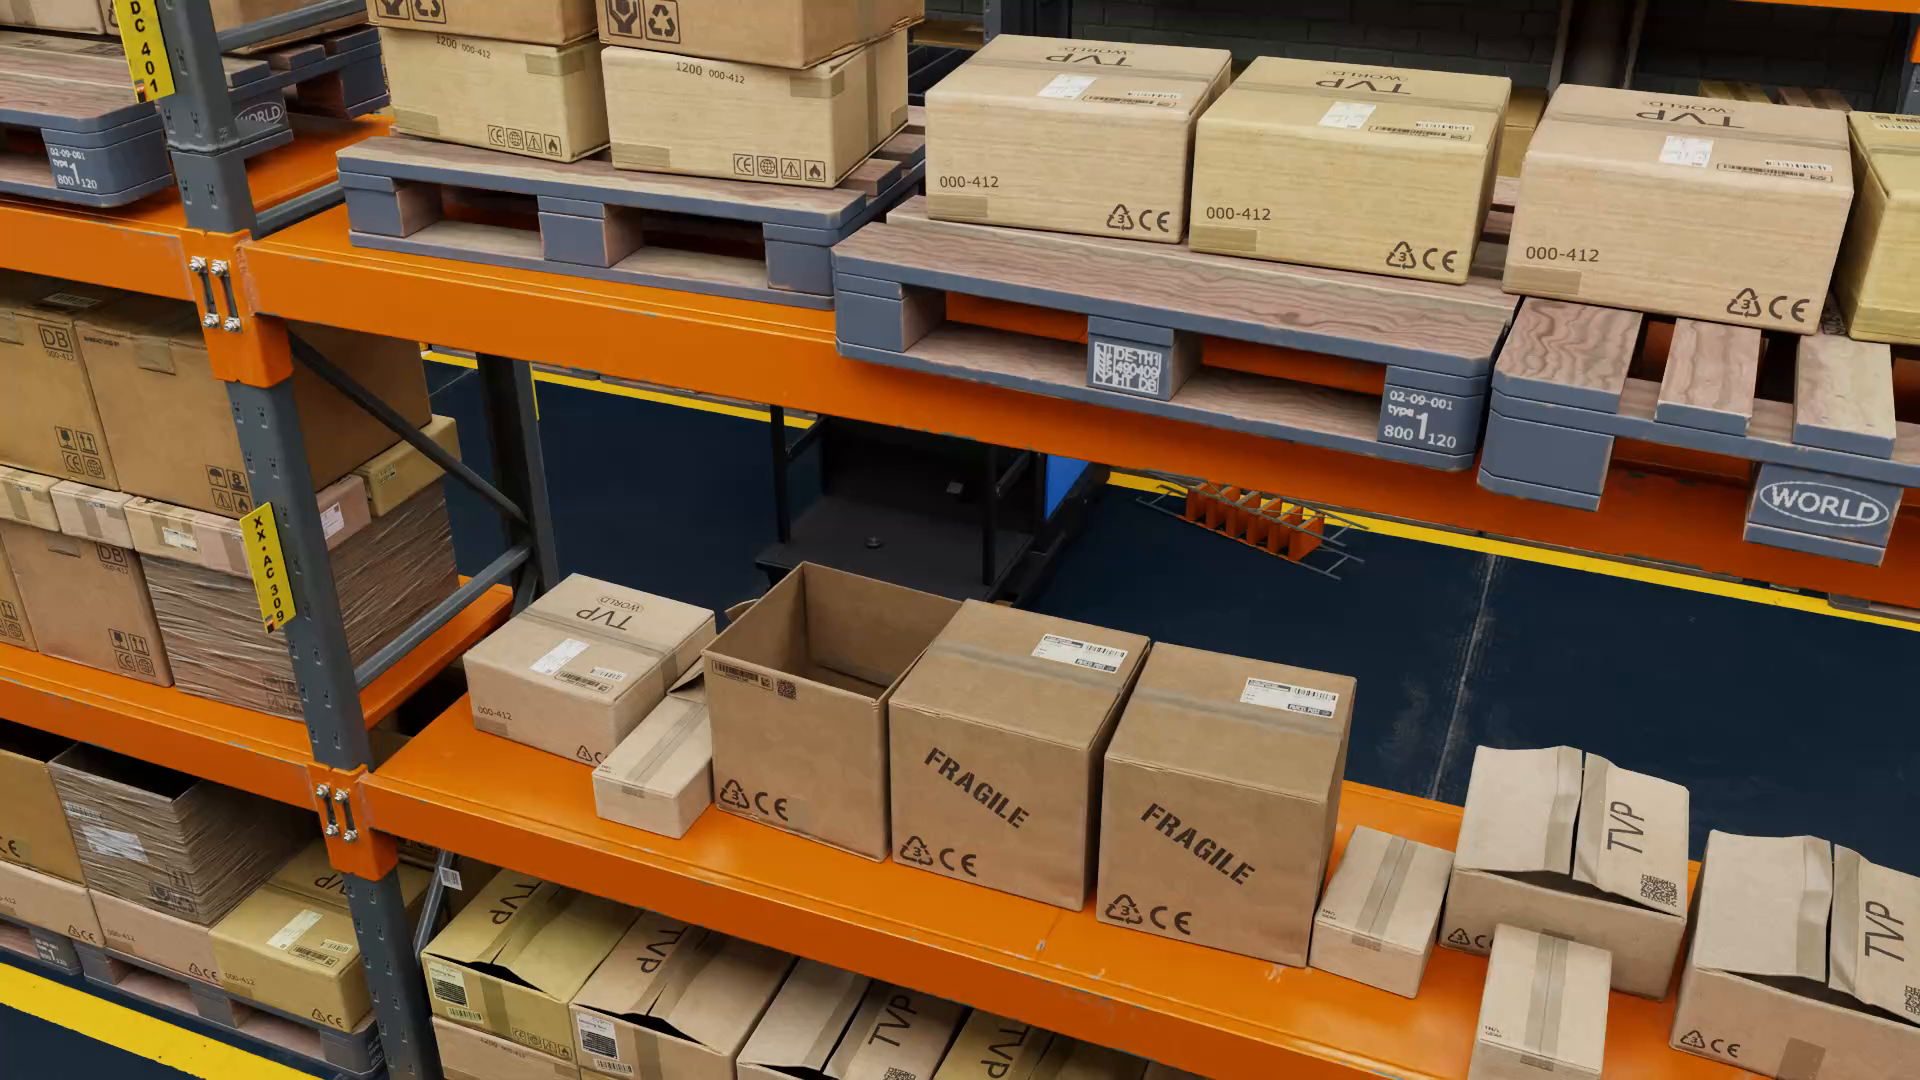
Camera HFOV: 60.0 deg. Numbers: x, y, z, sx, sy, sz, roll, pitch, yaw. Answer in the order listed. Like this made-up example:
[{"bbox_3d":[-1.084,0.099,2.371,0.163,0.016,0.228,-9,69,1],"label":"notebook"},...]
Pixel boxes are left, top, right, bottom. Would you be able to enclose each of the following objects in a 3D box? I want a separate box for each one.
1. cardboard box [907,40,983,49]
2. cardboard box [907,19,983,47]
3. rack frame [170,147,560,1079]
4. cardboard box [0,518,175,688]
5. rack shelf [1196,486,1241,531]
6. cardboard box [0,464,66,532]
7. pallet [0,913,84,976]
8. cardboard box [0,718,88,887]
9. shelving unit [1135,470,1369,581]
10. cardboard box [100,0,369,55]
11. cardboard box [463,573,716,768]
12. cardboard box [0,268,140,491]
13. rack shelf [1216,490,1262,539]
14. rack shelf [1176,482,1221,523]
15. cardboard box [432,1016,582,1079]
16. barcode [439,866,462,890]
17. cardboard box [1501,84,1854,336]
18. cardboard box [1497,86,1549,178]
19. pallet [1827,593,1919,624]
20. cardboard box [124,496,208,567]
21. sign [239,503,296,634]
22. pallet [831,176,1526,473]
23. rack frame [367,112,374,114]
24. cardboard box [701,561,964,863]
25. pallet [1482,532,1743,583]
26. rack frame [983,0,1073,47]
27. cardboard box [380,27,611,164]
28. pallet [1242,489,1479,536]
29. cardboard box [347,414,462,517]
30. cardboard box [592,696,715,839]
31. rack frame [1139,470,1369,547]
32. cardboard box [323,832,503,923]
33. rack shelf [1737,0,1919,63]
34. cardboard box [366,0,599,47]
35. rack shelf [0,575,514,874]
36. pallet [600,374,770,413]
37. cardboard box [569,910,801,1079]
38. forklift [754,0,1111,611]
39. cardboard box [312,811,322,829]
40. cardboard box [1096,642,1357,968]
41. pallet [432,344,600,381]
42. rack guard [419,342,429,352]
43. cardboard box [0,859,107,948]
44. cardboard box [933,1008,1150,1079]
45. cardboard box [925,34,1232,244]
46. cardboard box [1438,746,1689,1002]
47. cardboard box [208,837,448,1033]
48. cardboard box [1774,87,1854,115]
[{"bbox_3d":[-0.200,-2.246,8.546,0.500,0.500,0.500,11,31,19],"label":"cardboard box"},{"bbox_3d":[-0.002,-2.482,8.963,0.500,0.500,0.500,11,31,18],"label":"cardboard box"},{"bbox_3d":[-1.504,0.229,4.796,0.127,3.000,1.000,11,31,19],"label":"rack frame"},{"bbox_3d":[-2.409,0.012,5.079,0.500,0.500,0.700,11,31,19],"label":"cardboard box"},{"bbox_3d":[1.309,-0.185,8.375,0.103,0.180,0.258,24,37,35],"label":"rack shelf"},{"bbox_3d":[-2.552,-0.191,4.779,0.250,0.149,0.380,11,31,19],"label":"cardboard box"},{"bbox_3d":[-3.360,1.052,6.174,1.213,0.211,1.003,11,31,19],"label":"pallet"},{"bbox_3d":[-2.940,0.742,5.494,0.500,0.500,0.500,11,31,19],"label":"cardboard box"},{"bbox_3d":[1.432,-0.130,8.281,1.200,0.189,0.258,24,37,35],"label":"shelving unit"},{"bbox_3d":[-1.872,-1.577,4.273,0.500,0.500,0.500,14,32,23],"label":"cardboard box"},{"bbox_3d":[-1.032,0.366,4.707,0.500,0.250,0.500,13,32,22],"label":"cardboard box"},{"bbox_3d":[-2.386,-0.551,4.756,0.500,0.500,0.700,11,31,19],"label":"cardboard box"},{"bbox_3d":[1.399,-0.145,8.307,0.103,0.180,0.258,24,37,35],"label":"rack shelf"},{"bbox_3d":[1.218,-0.224,8.444,0.103,0.180,0.258,24,37,35],"label":"rack shelf"},{"bbox_3d":[-1.224,1.431,5.037,0.500,0.250,0.500,11,31,18],"label":"cardboard box"},{"bbox_3d":[-1.424,0.945,4.647,0.075,0.075,0.001,11,31,19],"label":"barcode"},{"bbox_3d":[1.268,-0.601,2.942,0.500,0.250,0.500,12,32,20],"label":"cardboard box"},{"bbox_3d":[2.459,-1.828,7.887,0.500,0.500,0.700,11,31,19],"label":"cardboard box"},{"bbox_3d":[4.764,0.104,7.851,1.213,0.211,1.003,11,31,19],"label":"pallet"},{"bbox_3d":[-2.065,-0.096,4.610,0.250,0.149,0.380,11,31,18],"label":"cardboard box"},{"bbox_3d":[-1.711,0.071,4.115,0.005,0.325,0.100,11,31,19],"label":"sign"},{"bbox_3d":[0.503,-0.545,3.309,1.213,0.211,1.003,13,32,21],"label":"pallet"},{"bbox_3d":[-3.352,-2.770,10.102,0.127,3.000,1.000,11,31,19],"label":"rack frame"},{"bbox_3d":[-0.311,0.433,4.334,0.500,0.500,0.500,14,32,23],"label":"cardboard box"},{"bbox_3d":[3.338,-0.221,8.427,1.213,0.211,1.003,11,31,19],"label":"pallet"},{"bbox_3d":[0.355,-2.030,8.793,0.127,3.000,1.000,11,31,19],"label":"rack frame"},{"bbox_3d":[-0.937,-1.076,3.782,0.500,0.250,0.500,15,33,24],"label":"cardboard box"},{"bbox_3d":[2.211,-0.448,8.828,1.213,0.211,1.003,11,31,19],"label":"pallet"},{"bbox_3d":[-1.680,-0.235,4.856,0.250,0.149,0.380,11,31,19],"label":"cardboard box"},{"bbox_3d":[-0.760,0.596,4.403,0.250,0.149,0.380,11,31,19],"label":"cardboard box"},{"bbox_3d":[1.433,-0.210,8.236,1.200,0.006,0.240,24,37,35],"label":"rack frame"},{"bbox_3d":[-1.820,1.020,5.765,0.500,0.250,0.500,11,31,19],"label":"cardboard box"},{"bbox_3d":[2.208,-2.653,7.577,4.000,0.370,1.077,11,31,19],"label":"rack shelf"},{"bbox_3d":[-0.947,-1.388,3.573,0.500,0.500,0.500,12,32,20],"label":"cardboard box"},{"bbox_3d":[-3.357,0.173,5.627,4.000,0.370,1.077,11,31,19],"label":"rack shelf"},{"bbox_3d":[-1.415,-1.149,10.069,1.213,0.211,1.003,11,31,19],"label":"pallet"},{"bbox_3d":[-0.753,1.284,4.727,0.500,0.311,0.500,11,31,19],"label":"cardboard box"},{"bbox_3d":[-0.236,-0.989,7.021,1.130,2.935,3.031,11,31,19],"label":"forklift"},{"bbox_3d":[-2.282,0.600,5.746,0.500,0.500,0.500,11,31,19],"label":"cardboard box"},{"bbox_3d":[0.641,0.623,3.998,0.500,0.500,0.500,10,31,16],"label":"cardboard box"},{"bbox_3d":[-2.542,-1.376,10.469,1.213,0.211,1.003,11,31,19],"label":"pallet"},{"bbox_3d":[-3.281,-1.668,10.693,0.348,0.500,1.175,11,31,19],"label":"rack guard"},{"bbox_3d":[-2.945,1.075,5.668,0.500,0.250,0.500,11,31,19],"label":"cardboard box"},{"bbox_3d":[0.210,1.473,4.393,0.500,0.311,0.500,12,32,20],"label":"cardboard box"},{"bbox_3d":[0.245,-0.812,3.316,0.500,0.250,0.500,9,31,15],"label":"cardboard box"},{"bbox_3d":[1.446,0.754,3.957,0.500,0.311,0.500,11,31,19],"label":"cardboard box"},{"bbox_3d":[-2.016,1.257,5.345,0.500,0.250,0.500,11,31,19],"label":"cardboard box"},{"bbox_3d":[3.730,-1.858,7.280,0.250,0.149,0.380,7,30,13],"label":"cardboard box"}]
